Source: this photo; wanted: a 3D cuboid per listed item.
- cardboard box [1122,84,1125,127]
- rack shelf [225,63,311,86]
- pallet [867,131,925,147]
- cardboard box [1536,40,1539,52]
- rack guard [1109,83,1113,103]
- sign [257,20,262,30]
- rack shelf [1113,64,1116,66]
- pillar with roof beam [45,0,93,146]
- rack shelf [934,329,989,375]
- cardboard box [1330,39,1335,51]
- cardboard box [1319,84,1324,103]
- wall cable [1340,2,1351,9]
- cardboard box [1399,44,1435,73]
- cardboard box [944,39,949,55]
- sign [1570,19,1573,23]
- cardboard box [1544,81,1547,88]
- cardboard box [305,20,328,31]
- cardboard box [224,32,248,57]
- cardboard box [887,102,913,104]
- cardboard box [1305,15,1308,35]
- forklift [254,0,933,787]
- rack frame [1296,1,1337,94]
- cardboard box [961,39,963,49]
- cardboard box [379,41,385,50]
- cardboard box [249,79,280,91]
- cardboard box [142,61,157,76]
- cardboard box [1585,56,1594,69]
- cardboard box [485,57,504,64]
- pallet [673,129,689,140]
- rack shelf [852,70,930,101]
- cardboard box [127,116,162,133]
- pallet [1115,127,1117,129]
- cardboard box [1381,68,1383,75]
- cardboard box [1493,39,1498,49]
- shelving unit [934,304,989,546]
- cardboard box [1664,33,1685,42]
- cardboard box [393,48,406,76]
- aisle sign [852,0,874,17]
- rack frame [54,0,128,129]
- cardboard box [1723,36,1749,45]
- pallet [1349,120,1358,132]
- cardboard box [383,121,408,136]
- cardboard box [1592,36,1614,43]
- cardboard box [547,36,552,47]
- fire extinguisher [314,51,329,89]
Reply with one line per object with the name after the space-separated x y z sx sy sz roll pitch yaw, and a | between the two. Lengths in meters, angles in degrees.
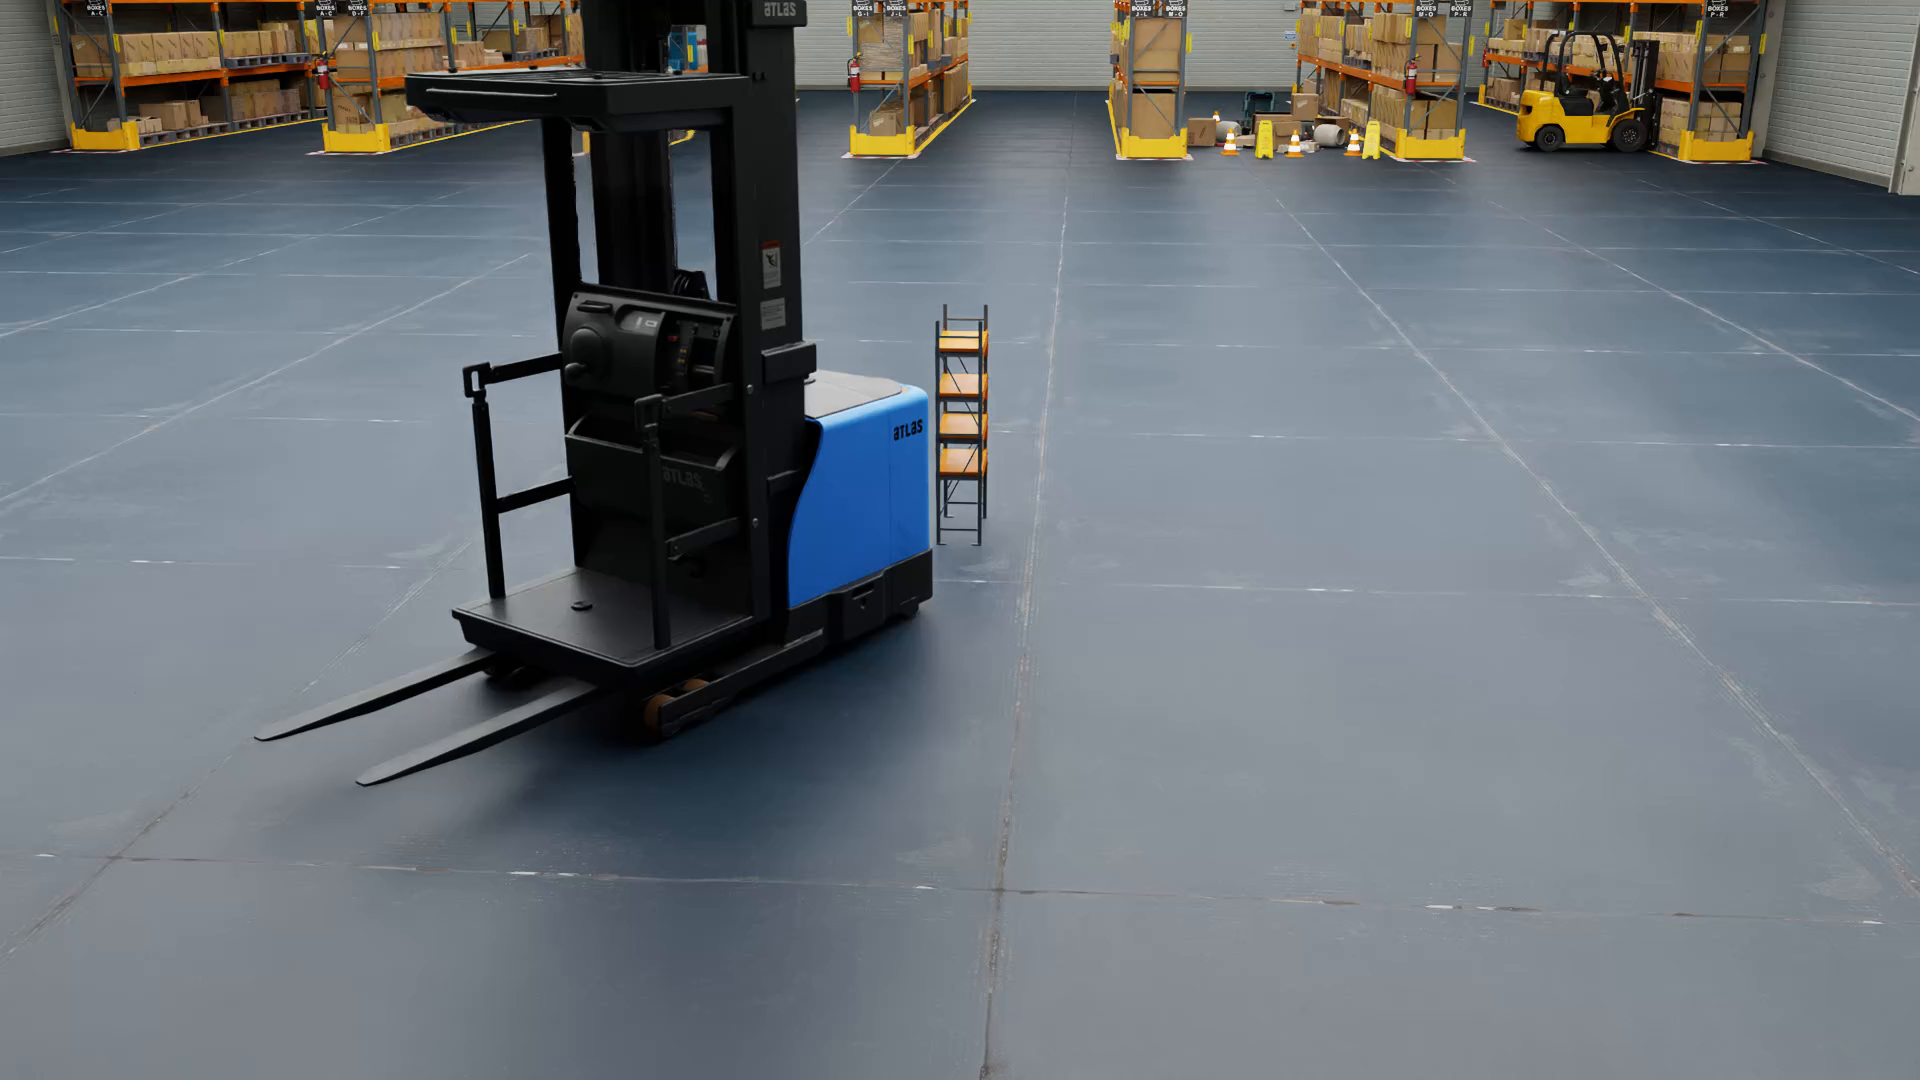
3.679 -8.623 33.160 0.875 0.875 0.875 2 18 5 | cardboard box
-15.825 -10.380 36.940 1.077 0.370 4.000 1 18 4 | rack shelf
-1.244 -7.855 32.556 1.003 0.211 1.213 1 18 4 | pallet
13.781 -11.636 39.158 0.396 0.266 0.258 2 18 7 | cardboard box
4.648 -12.143 45.177 1.175 0.500 0.348 1 18 4 | rack guard
-16.235 -11.905 38.578 0.100 0.325 0.005 1 18 4 | sign
4.511 -12.391 43.077 1.077 0.370 4.000 1 18 4 | rack shelf
-12.773 -11.850 30.636 9.100 9.000 0.400 1 18 4 | pillar with roof beam
0.012 -0.995 8.771 0.258 0.148 0.480 1 18 4 | rack shelf
8.856 -11.431 38.431 0.500 0.250 0.500 1 18 2 | cardboard box
9.464 -11.207 41.749 0.875 0.438 0.875 1 18 3 | cardboard box
11.395 -15.481 49.721 0.588 1.984 0.122 1 18 4 | wall cable
8.216 -8.669 29.925 0.500 0.500 0.500 1 18 3 | cardboard box
-0.519 -11.364 38.627 0.500 0.500 0.500 1 18 2 | cardboard box
14.817 -12.462 40.278 0.100 0.325 0.005 1 18 4 | sign
13.941 -10.730 39.152 0.380 0.149 0.250 2 18 6 | cardboard box
-15.354 -12.200 39.464 0.500 0.250 0.500 1 18 3 | cardboard box
-15.850 -10.688 35.857 0.700 0.500 0.500 3 18 10 | cardboard box
-1.215 -8.658 33.867 0.500 0.500 0.500 1 18 2 | cardboard box
9.221 -13.334 43.033 0.500 0.500 0.500 1 18 3 | cardboard box
-1.402 -0.787 6.619 1.130 2.935 3.031 13 22 34 | forklift
9.598 -13.275 44.619 1.000 3.000 0.127 1 18 4 | rack frame
-0.206 -12.779 42.869 0.500 0.250 0.500 2 18 5 | cardboard box
-11.054 -9.304 31.298 0.380 0.149 0.250 1 18 2 | cardboard box
-15.784 -10.320 37.705 0.500 0.250 0.500 2 18 5 | cardboard box
-15.880 -9.103 32.095 0.500 0.250 0.500 1 18 2 | cardboard box
13.630 -10.161 35.356 0.500 0.250 0.500 1 18 2 | cardboard box
-10.529 -10.829 37.557 0.380 0.149 0.250 1 18 4 | cardboard box
-6.176 -8.347 34.058 1.003 0.211 1.213 1 18 4 | pallet
-1.290 -8.806 32.136 1.077 0.370 4.000 1 18 4 | rack shelf
-16.075 -8.180 32.681 0.500 0.311 0.500 3 18 8 | cardboard box
3.859 -8.923 35.816 1.003 0.211 1.213 1 18 4 | pallet
8.388 -9.099 32.278 0.380 0.149 0.250 2 18 6 | cardboard box
14.212 -12.944 43.372 0.500 0.250 0.500 1 18 5 | cardboard box
0.012 -0.622 8.893 0.258 1.200 0.503 1 18 4 | shelving unit
13.357 -9.363 31.001 0.380 0.149 0.250 1 18 4 | cardboard box
-11.193 -9.259 32.201 0.700 0.500 0.500 1 18 4 | cardboard box
-1.737 -9.750 29.685 0.394 0.787 0.004 1 18 4 | aisle sign
-16.255 -8.859 31.141 1.000 3.000 0.127 1 18 4 | rack frame
13.640 -8.793 29.260 0.380 0.149 0.250 1 18 3 | cardboard box
8.877 -8.845 35.576 1.003 0.211 1.213 1 18 4 | pallet
-11.021 -7.959 32.137 0.500 0.250 0.500 1 18 4 | cardboard box
13.655 -10.620 35.316 0.380 0.149 0.250 1 18 5 | cardboard box
-10.673 -12.685 42.657 0.500 0.500 0.500 2 18 5 | cardboard box
-11.785 -8.686 30.739 0.296 0.674 0.183 1 18 4 | fire extinguisher
